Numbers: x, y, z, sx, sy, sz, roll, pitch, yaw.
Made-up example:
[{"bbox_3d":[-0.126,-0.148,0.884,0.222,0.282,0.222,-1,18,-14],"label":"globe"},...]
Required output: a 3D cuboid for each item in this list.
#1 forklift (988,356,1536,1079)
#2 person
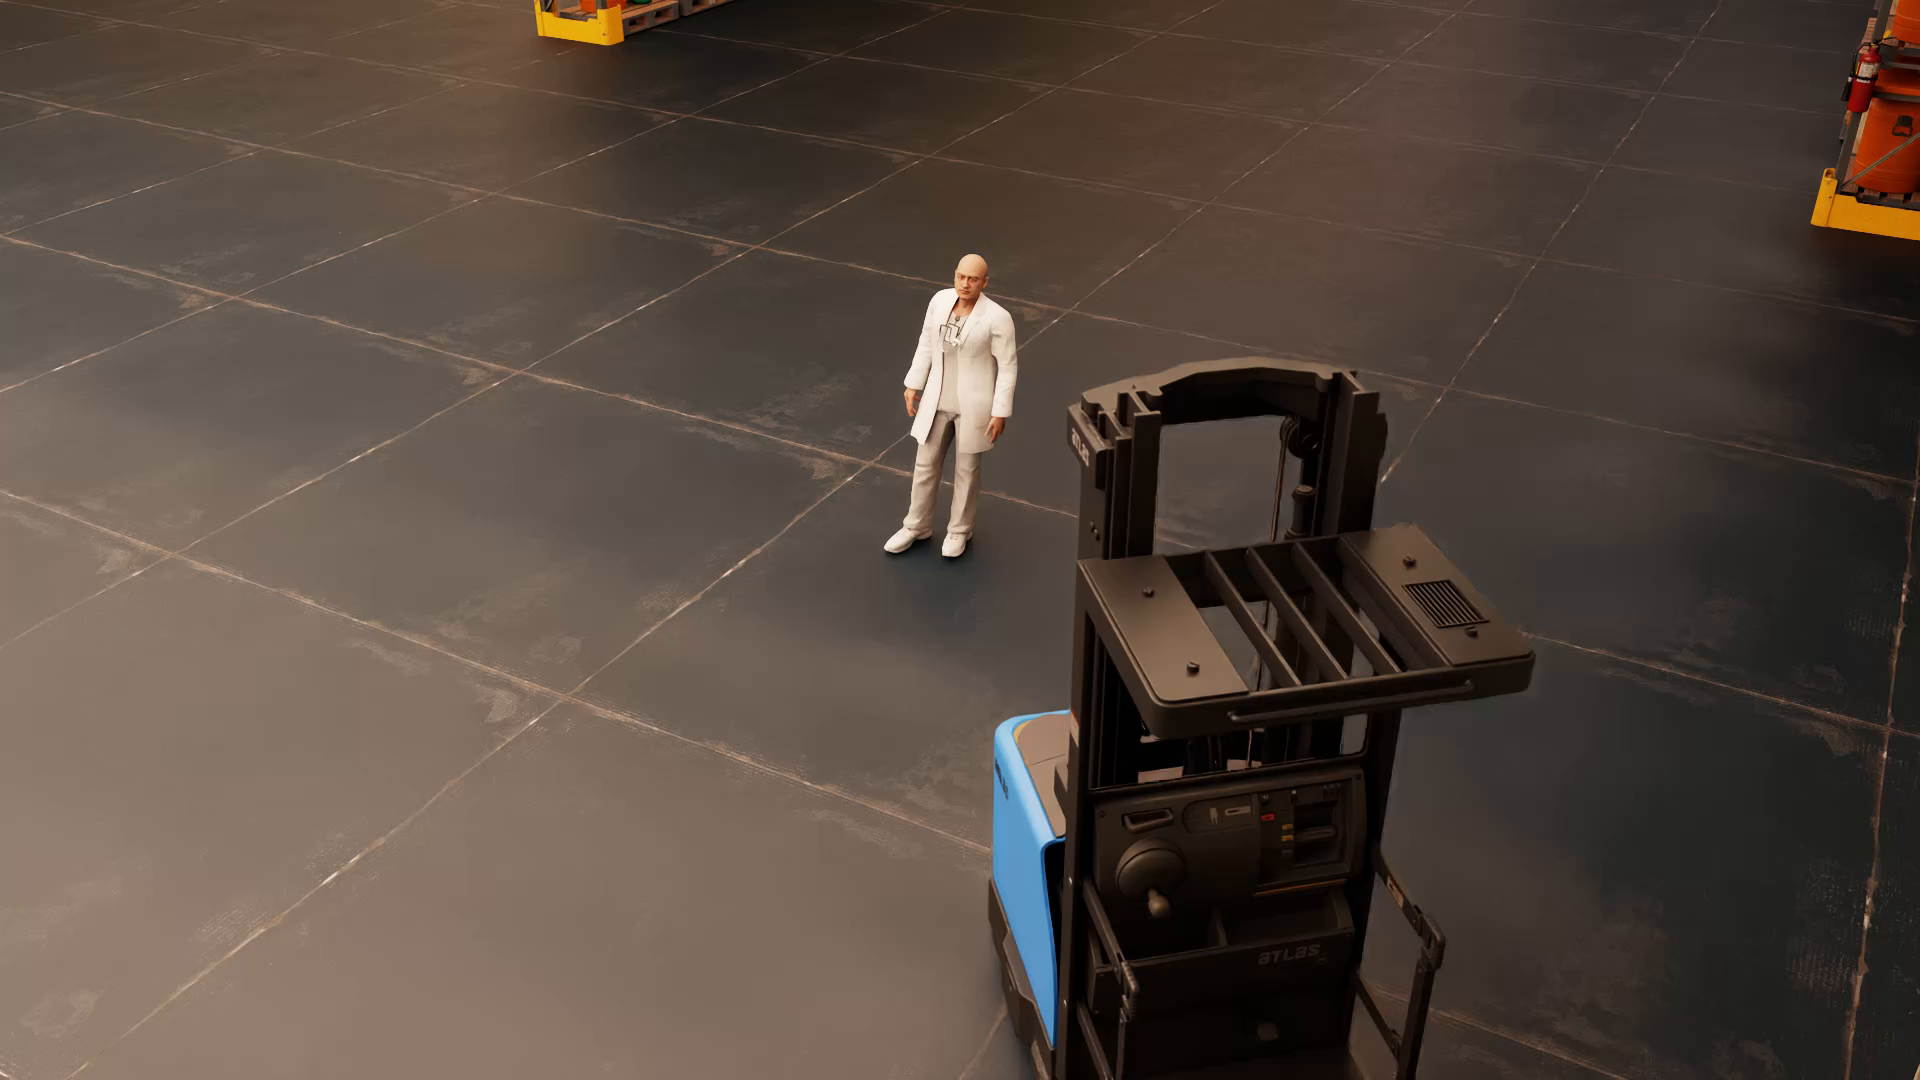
[{"bbox_3d":[0.939,1.038,5.272,1.130,2.935,3.031,-6,31,-11],"label":"forklift"},{"bbox_3d":[-0.048,-0.738,9.489,0.694,1.776,0.581,15,33,25],"label":"person"}]
